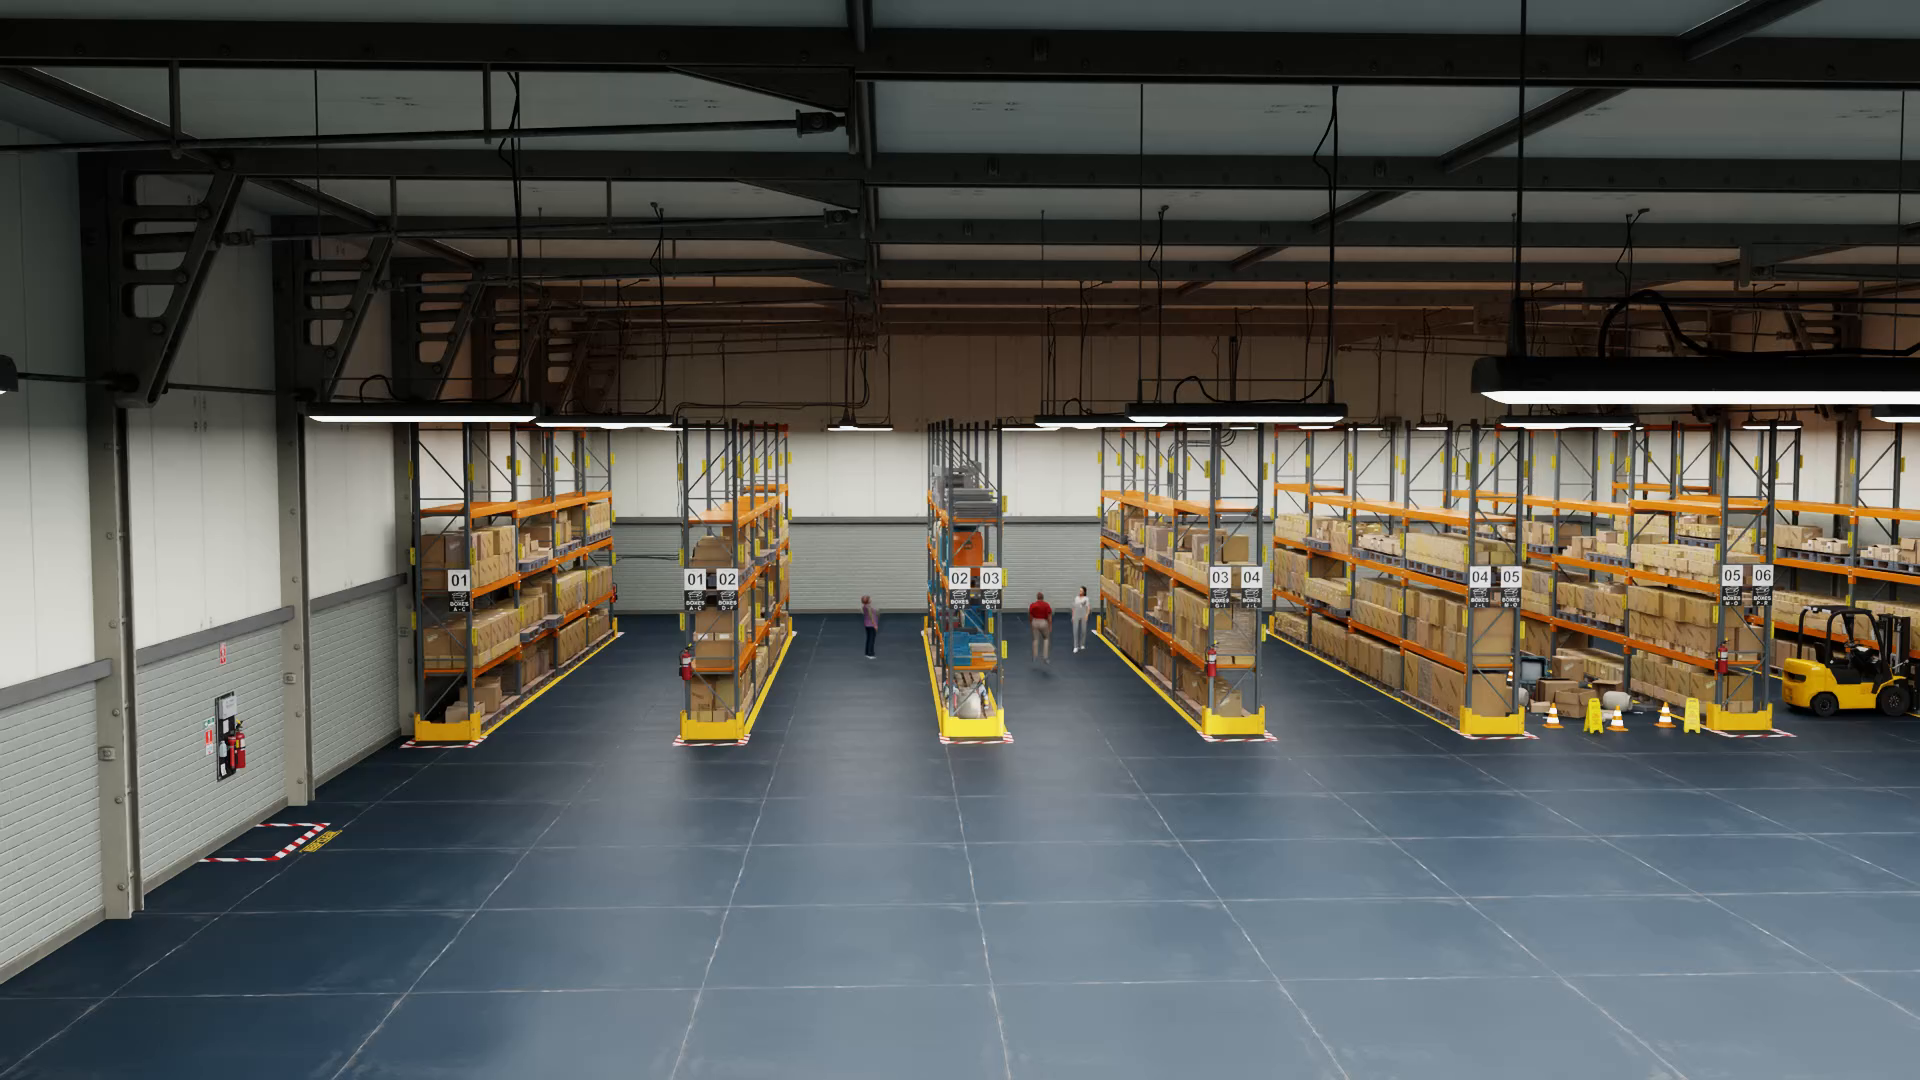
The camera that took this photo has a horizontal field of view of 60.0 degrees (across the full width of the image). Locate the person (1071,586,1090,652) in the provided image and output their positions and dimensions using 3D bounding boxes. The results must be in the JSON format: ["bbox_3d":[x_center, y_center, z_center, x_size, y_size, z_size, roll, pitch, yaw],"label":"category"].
[{"bbox_3d":[3.107,2.036,42.896,0.506,1.697,0.569,1,4,10],"label":"person"}]

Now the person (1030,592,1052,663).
[{"bbox_3d":[1.987,2.163,40.782,0.594,1.799,0.550,2,4,24],"label":"person"}]

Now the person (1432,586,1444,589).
[{"bbox_3d":[12.545,2.046,43.670,0.646,1.806,0.609,-1,4,-22],"label":"person"}]

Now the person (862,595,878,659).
[{"bbox_3d":[-2.205,2.160,41.339,0.442,1.574,0.469,-2,4,-33],"label":"person"}]
